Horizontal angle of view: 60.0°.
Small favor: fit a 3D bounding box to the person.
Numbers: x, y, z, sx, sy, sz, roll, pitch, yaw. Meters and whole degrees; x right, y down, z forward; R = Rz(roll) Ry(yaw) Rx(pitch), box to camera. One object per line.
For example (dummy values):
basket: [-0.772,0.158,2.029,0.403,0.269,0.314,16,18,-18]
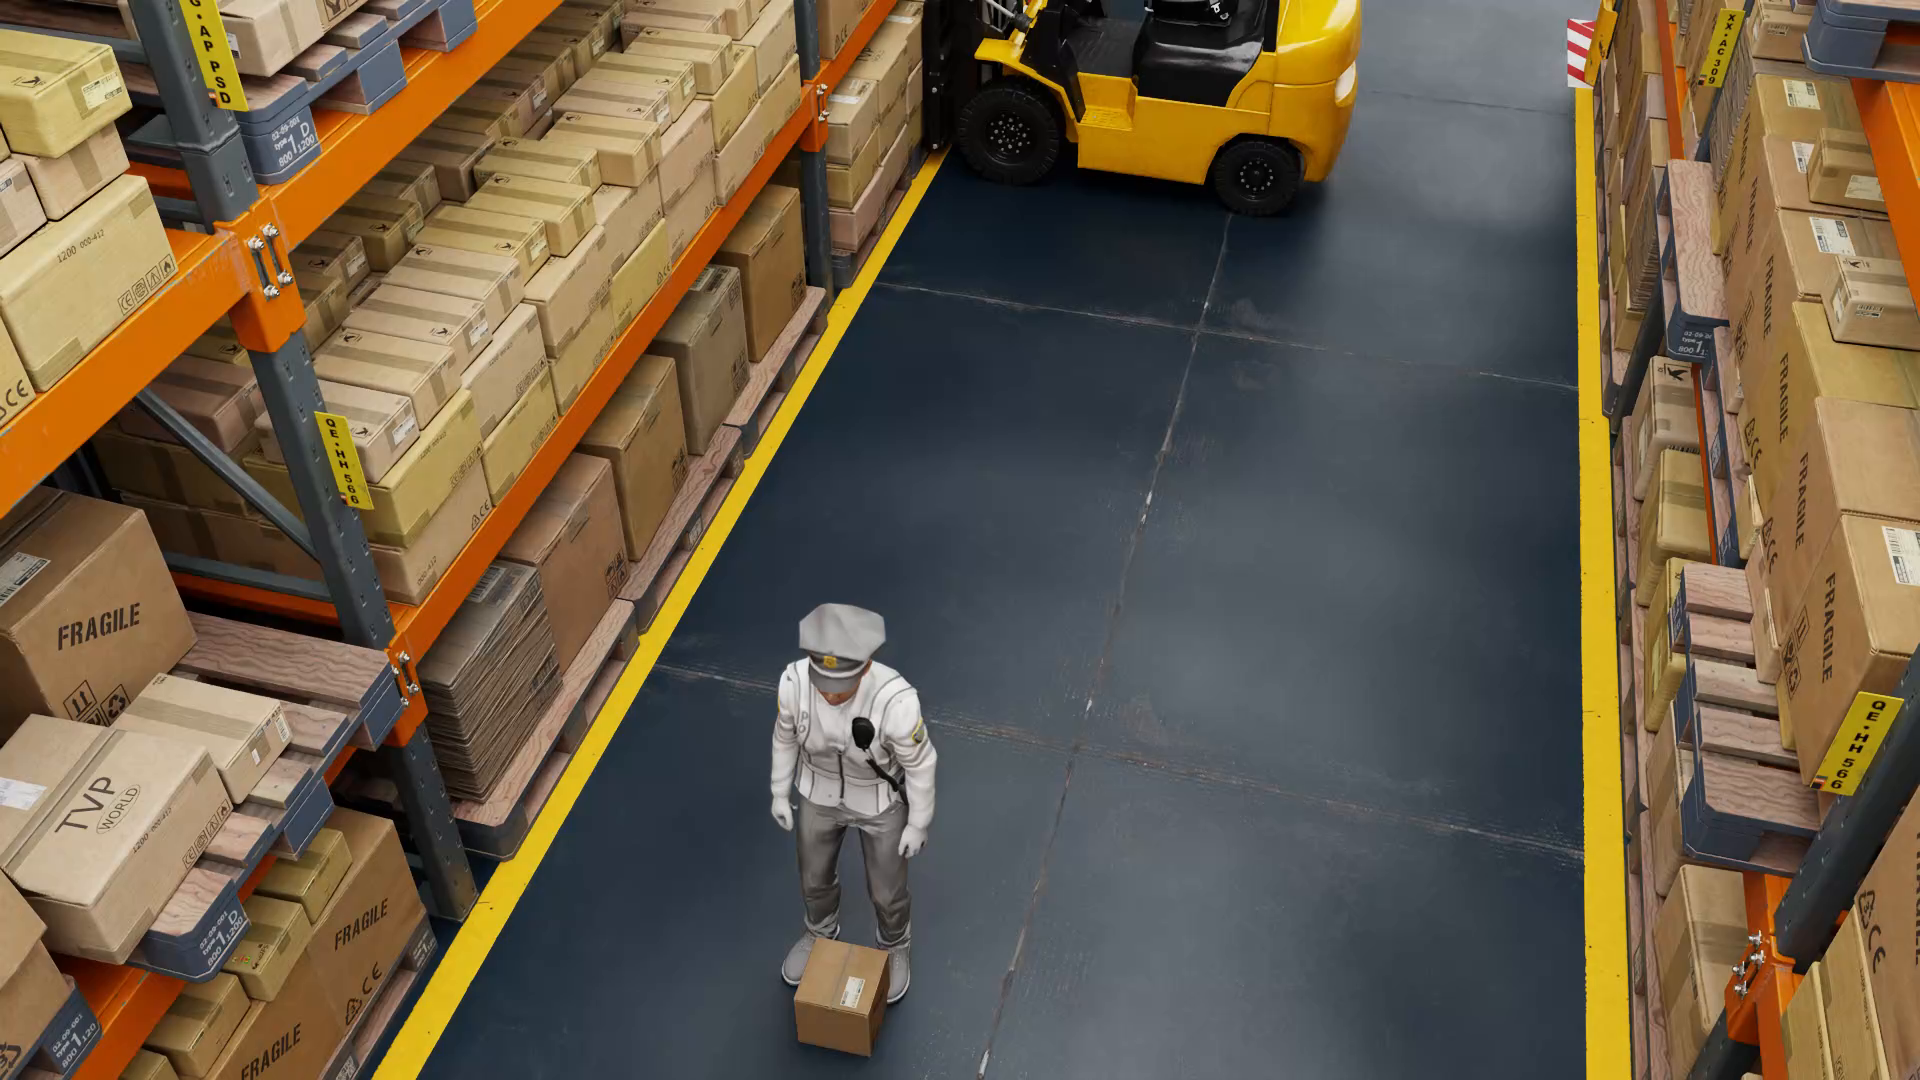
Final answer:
person: [-0.336,0.826,5.213,0.529,1.664,0.371,10,42,12]
